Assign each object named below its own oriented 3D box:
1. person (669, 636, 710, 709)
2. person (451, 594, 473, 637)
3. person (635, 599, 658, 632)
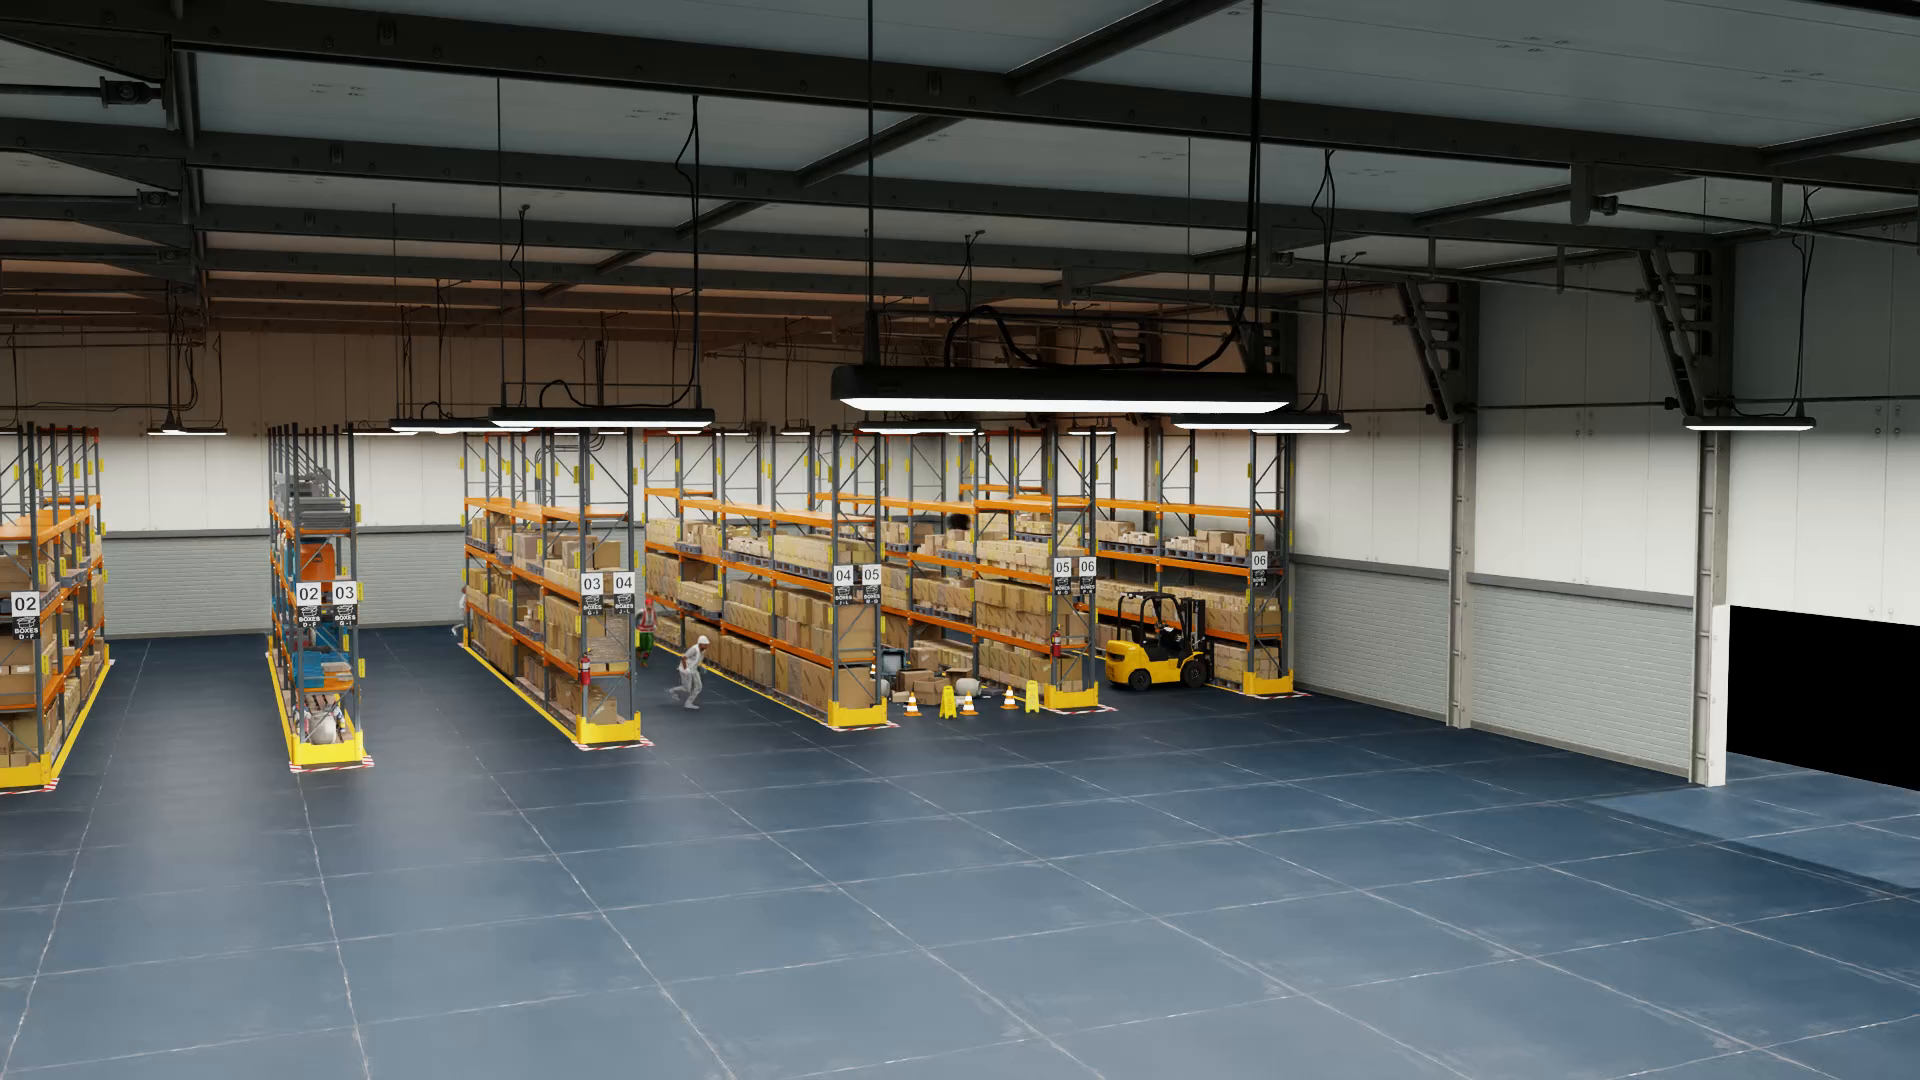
[{"bbox_3d":[-5.748,2.795,35.202,1.054,1.576,0.689,2,4,26],"label":"person"},{"bbox_3d":[-13.990,2.188,46.892,0.704,1.345,0.560,-1,4,-14],"label":"person"},{"bbox_3d":[-7.848,1.887,41.717,0.659,0.846,0.497,-3,5,-40],"label":"person"}]
